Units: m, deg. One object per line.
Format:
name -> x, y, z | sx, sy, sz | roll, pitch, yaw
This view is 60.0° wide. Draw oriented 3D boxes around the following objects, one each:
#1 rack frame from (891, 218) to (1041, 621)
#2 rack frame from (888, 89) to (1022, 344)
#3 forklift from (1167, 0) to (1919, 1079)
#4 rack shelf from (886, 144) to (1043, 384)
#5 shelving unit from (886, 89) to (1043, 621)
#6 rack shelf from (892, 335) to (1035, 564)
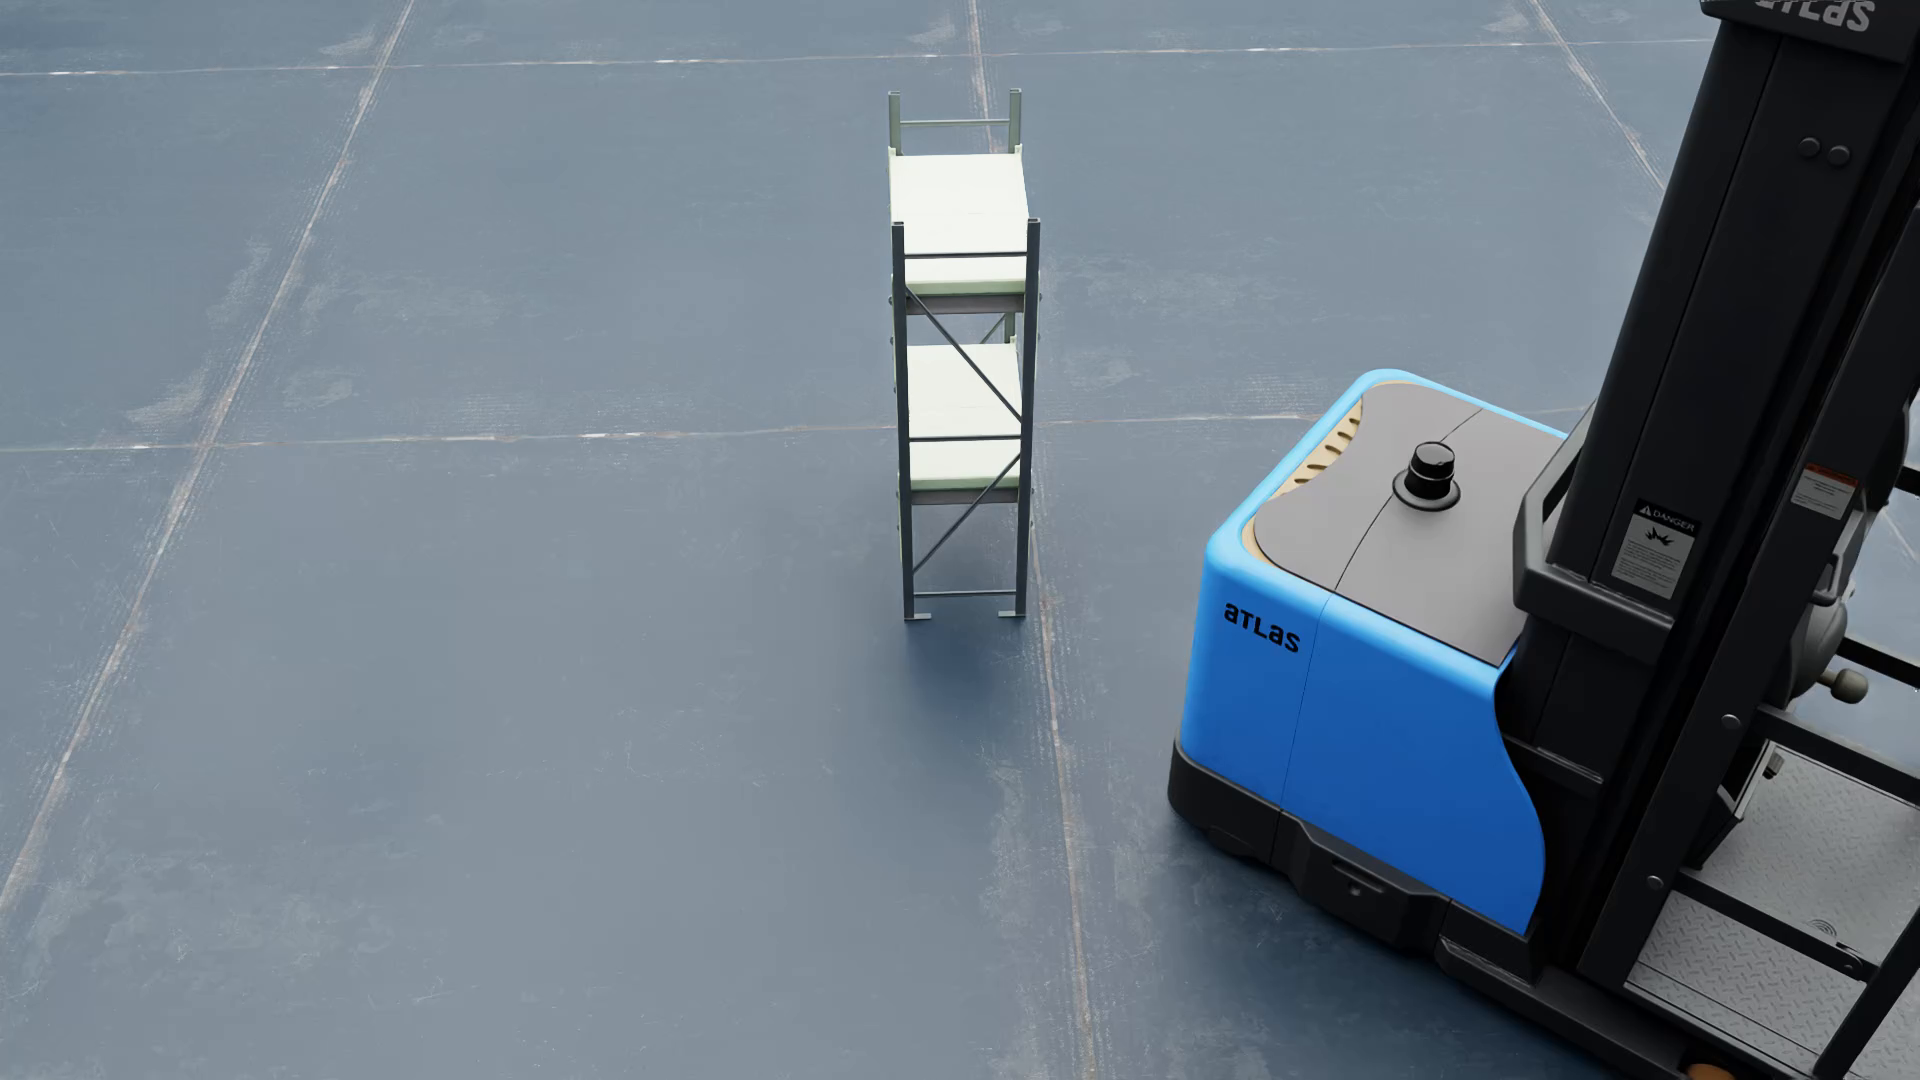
rack frame -> 0.016, -0.301, 4.969 | 0.400, 1.500, 0.023 | -2, 43, -2
rack frame -> -0.015, -0.795, 5.508 | 0.400, 1.500, 0.023 | -2, 43, -2
forklift -> 2.091, 0.053, 3.523 | 3.031, 2.935, 1.130 | 26, 49, 26
rack shelf -> 0.000, -0.836, 4.975 | 0.431, 0.370, 0.720 | -2, 43, -2
shelving unit -> 0.000, -0.548, 5.238 | 0.431, 1.500, 0.755 | -2, 43, -2
rack shelf -> 0.000, -0.308, 5.459 | 0.431, 0.370, 0.720 | -2, 43, -2
